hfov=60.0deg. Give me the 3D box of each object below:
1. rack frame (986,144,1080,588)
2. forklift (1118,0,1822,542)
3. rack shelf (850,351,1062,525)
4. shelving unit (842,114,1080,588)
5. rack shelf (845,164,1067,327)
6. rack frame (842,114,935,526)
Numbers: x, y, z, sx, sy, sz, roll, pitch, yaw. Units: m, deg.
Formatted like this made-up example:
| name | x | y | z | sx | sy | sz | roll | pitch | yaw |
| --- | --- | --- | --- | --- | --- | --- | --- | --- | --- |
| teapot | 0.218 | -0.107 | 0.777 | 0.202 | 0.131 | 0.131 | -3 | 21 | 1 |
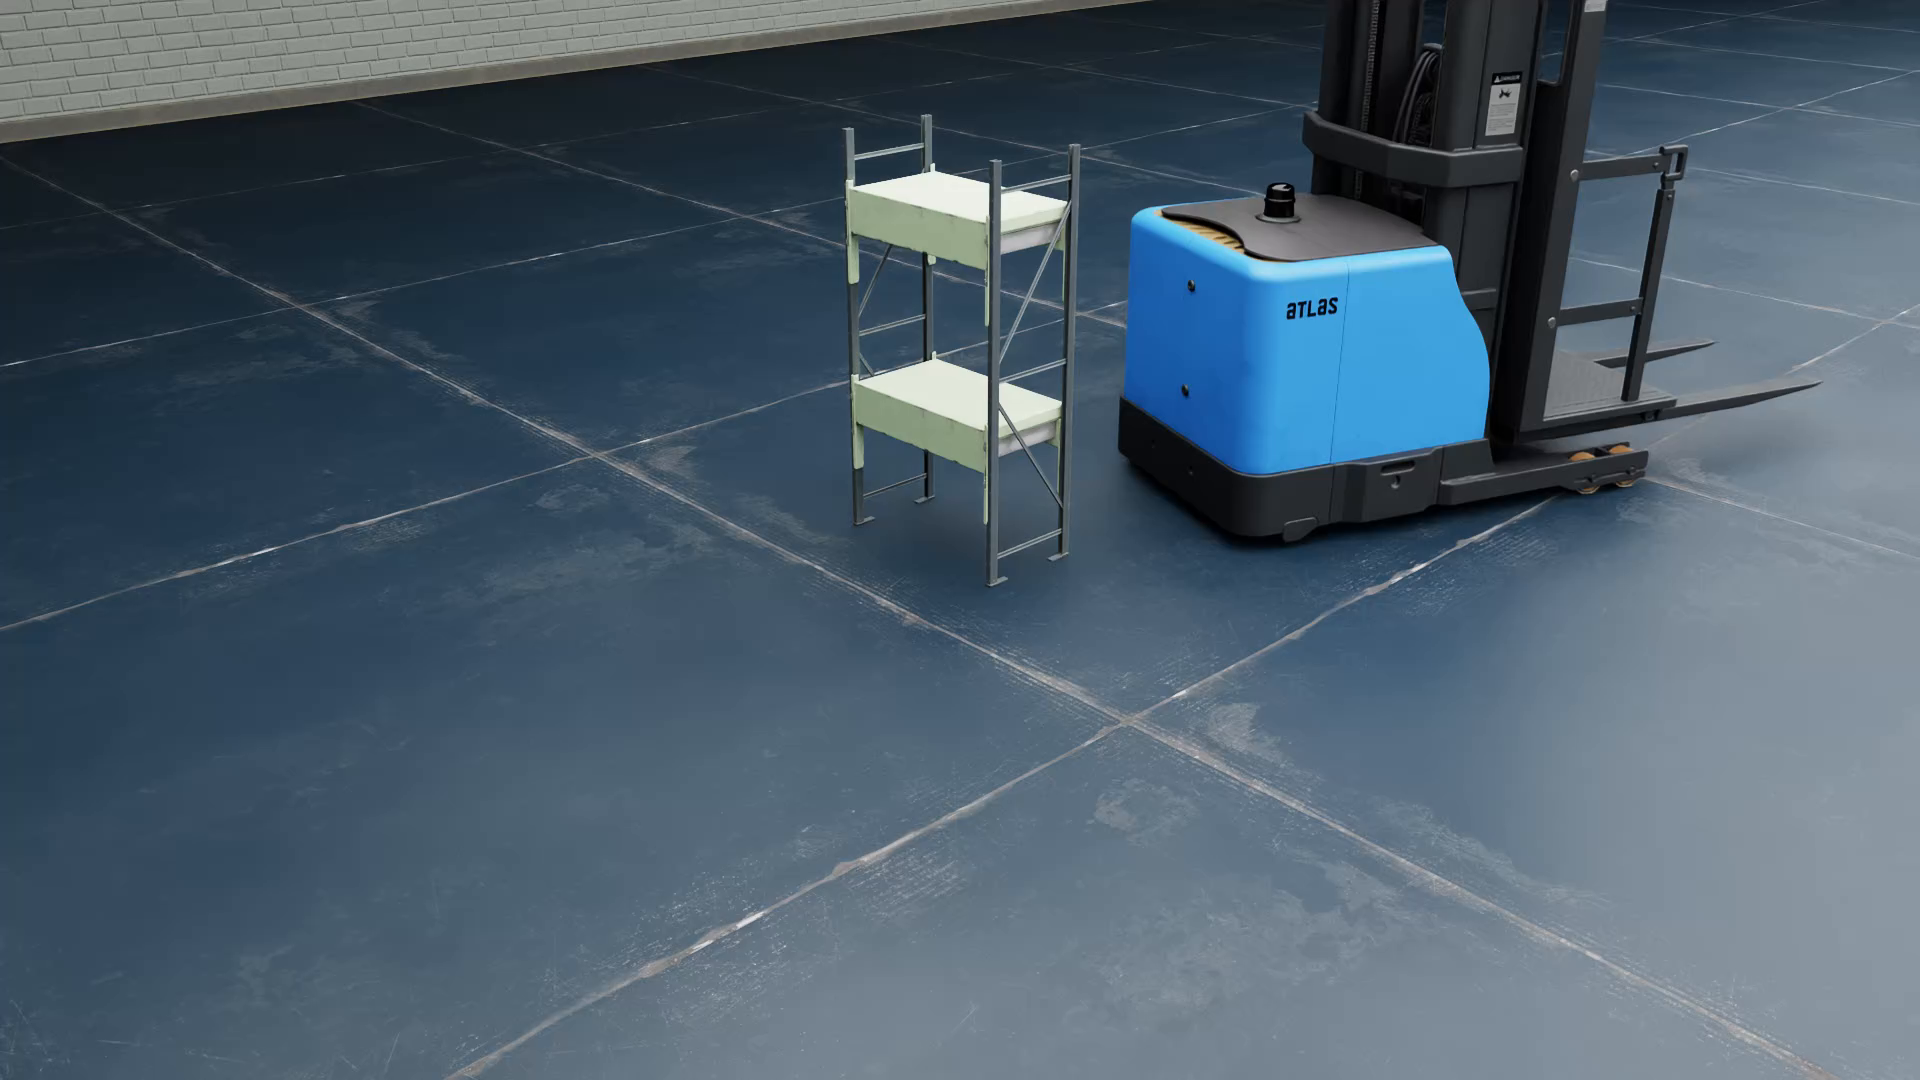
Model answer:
| name | x | y | z | sx | sy | sz | roll | pitch | yaw |
| --- | --- | --- | --- | --- | --- | --- | --- | --- | --- |
| rack frame | 0.246 | -0.573 | 5.700 | 0.400 | 1.500 | 0.023 | -21 | 32 | -38 |
| forklift | 2.222 | -1.707 | 6.459 | 3.031 | 2.935 | 1.130 | -10 | 26 | -20 |
| rack shelf | -0.005 | -0.388 | 6.078 | 0.431 | 0.370 | 0.720 | -21 | 32 | -38 |
| shelving unit | -0.005 | -0.684 | 5.943 | 0.431 | 1.500 | 0.755 | -21 | 32 | -38 |
| rack shelf | -0.005 | -1.039 | 5.781 | 0.431 | 0.370 | 0.720 | -21 | 32 | -38 |
| rack frame | -0.255 | -0.795 | 6.186 | 0.400 | 1.500 | 0.023 | -21 | 32 | -38 |
